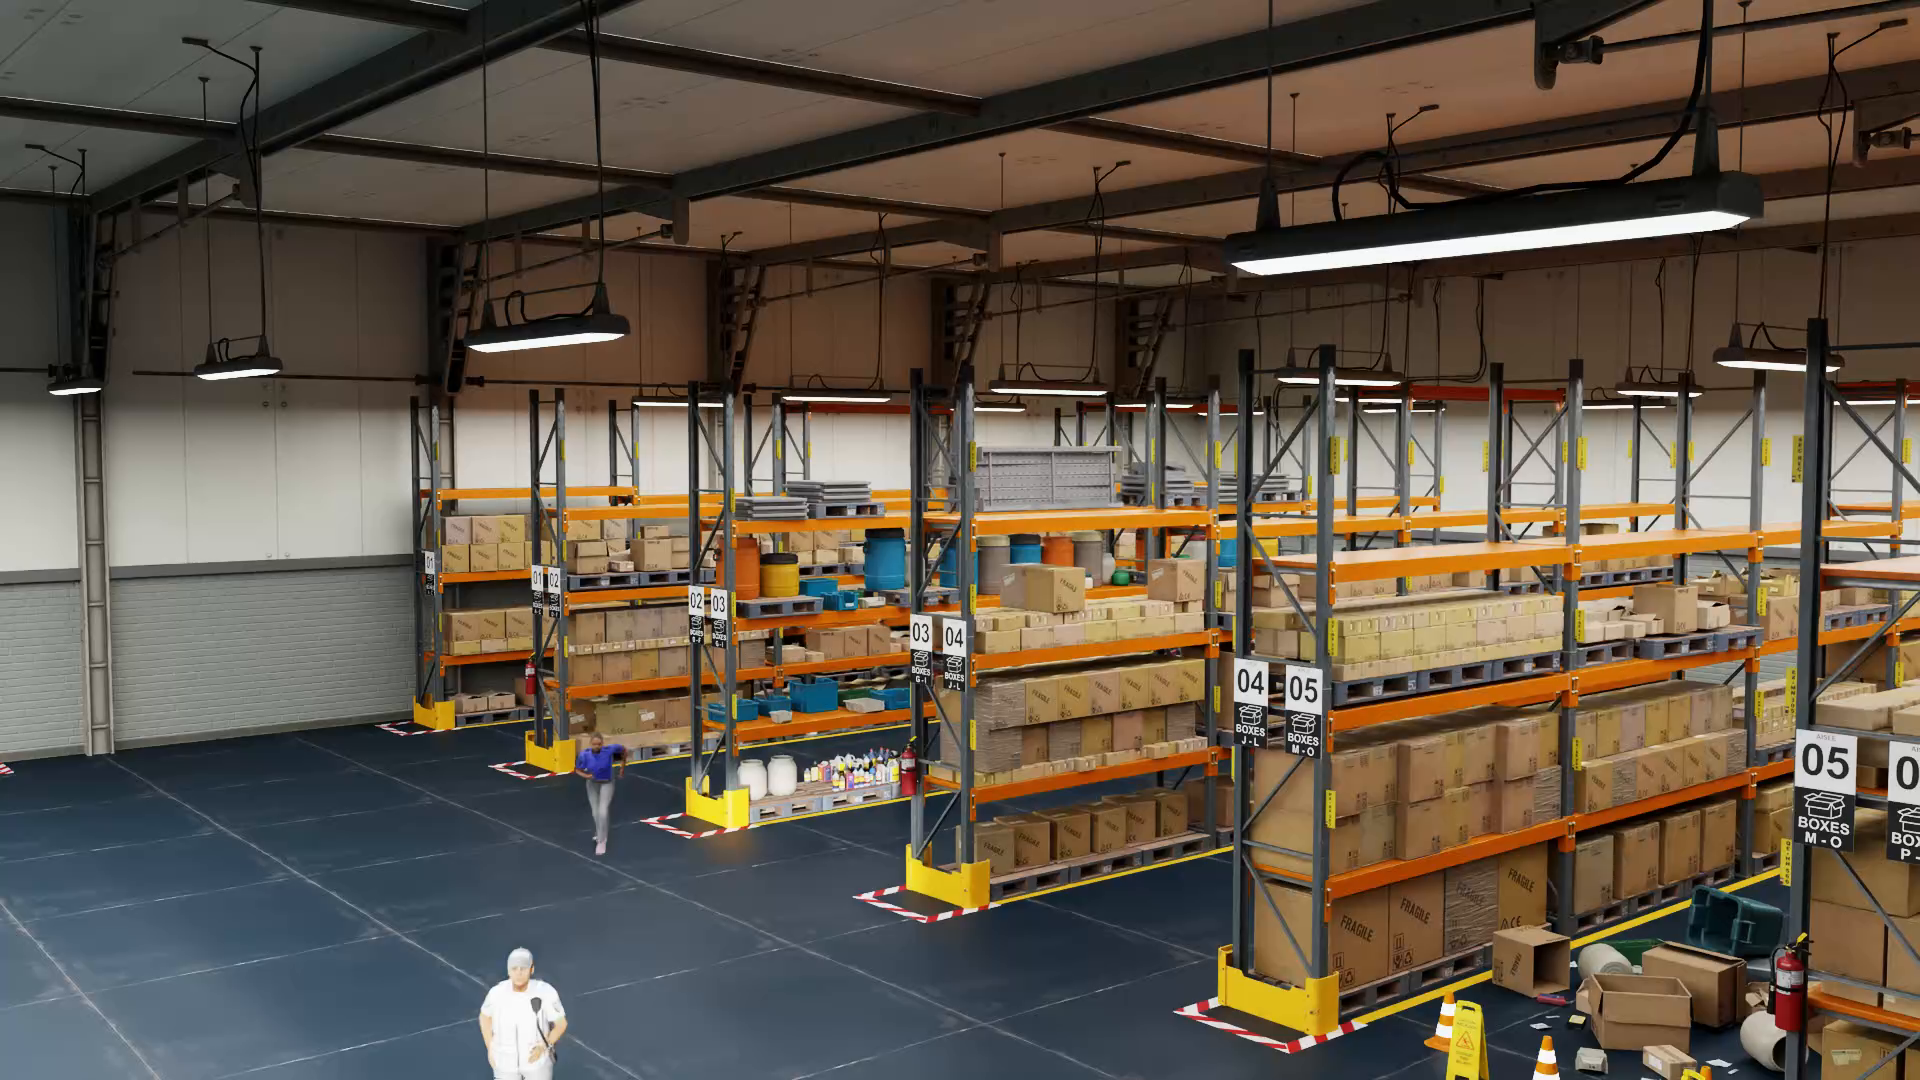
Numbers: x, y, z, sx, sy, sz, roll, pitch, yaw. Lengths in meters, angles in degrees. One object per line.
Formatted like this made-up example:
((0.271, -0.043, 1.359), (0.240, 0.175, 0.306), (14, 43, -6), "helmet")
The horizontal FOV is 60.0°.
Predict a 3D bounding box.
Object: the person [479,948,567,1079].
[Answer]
((-3.048, 3.653, 11.586), (0.615, 1.652, 0.764), (0, 3, -7), "person")

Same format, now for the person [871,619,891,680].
((-1.630, 2.366, 33.459), (0.542, 1.710, 0.731), (3, 5, 42), "person")

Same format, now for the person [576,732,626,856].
((-4.531, 3.236, 21.063), (0.614, 1.468, 0.966), (0, 3, -7), "person")
